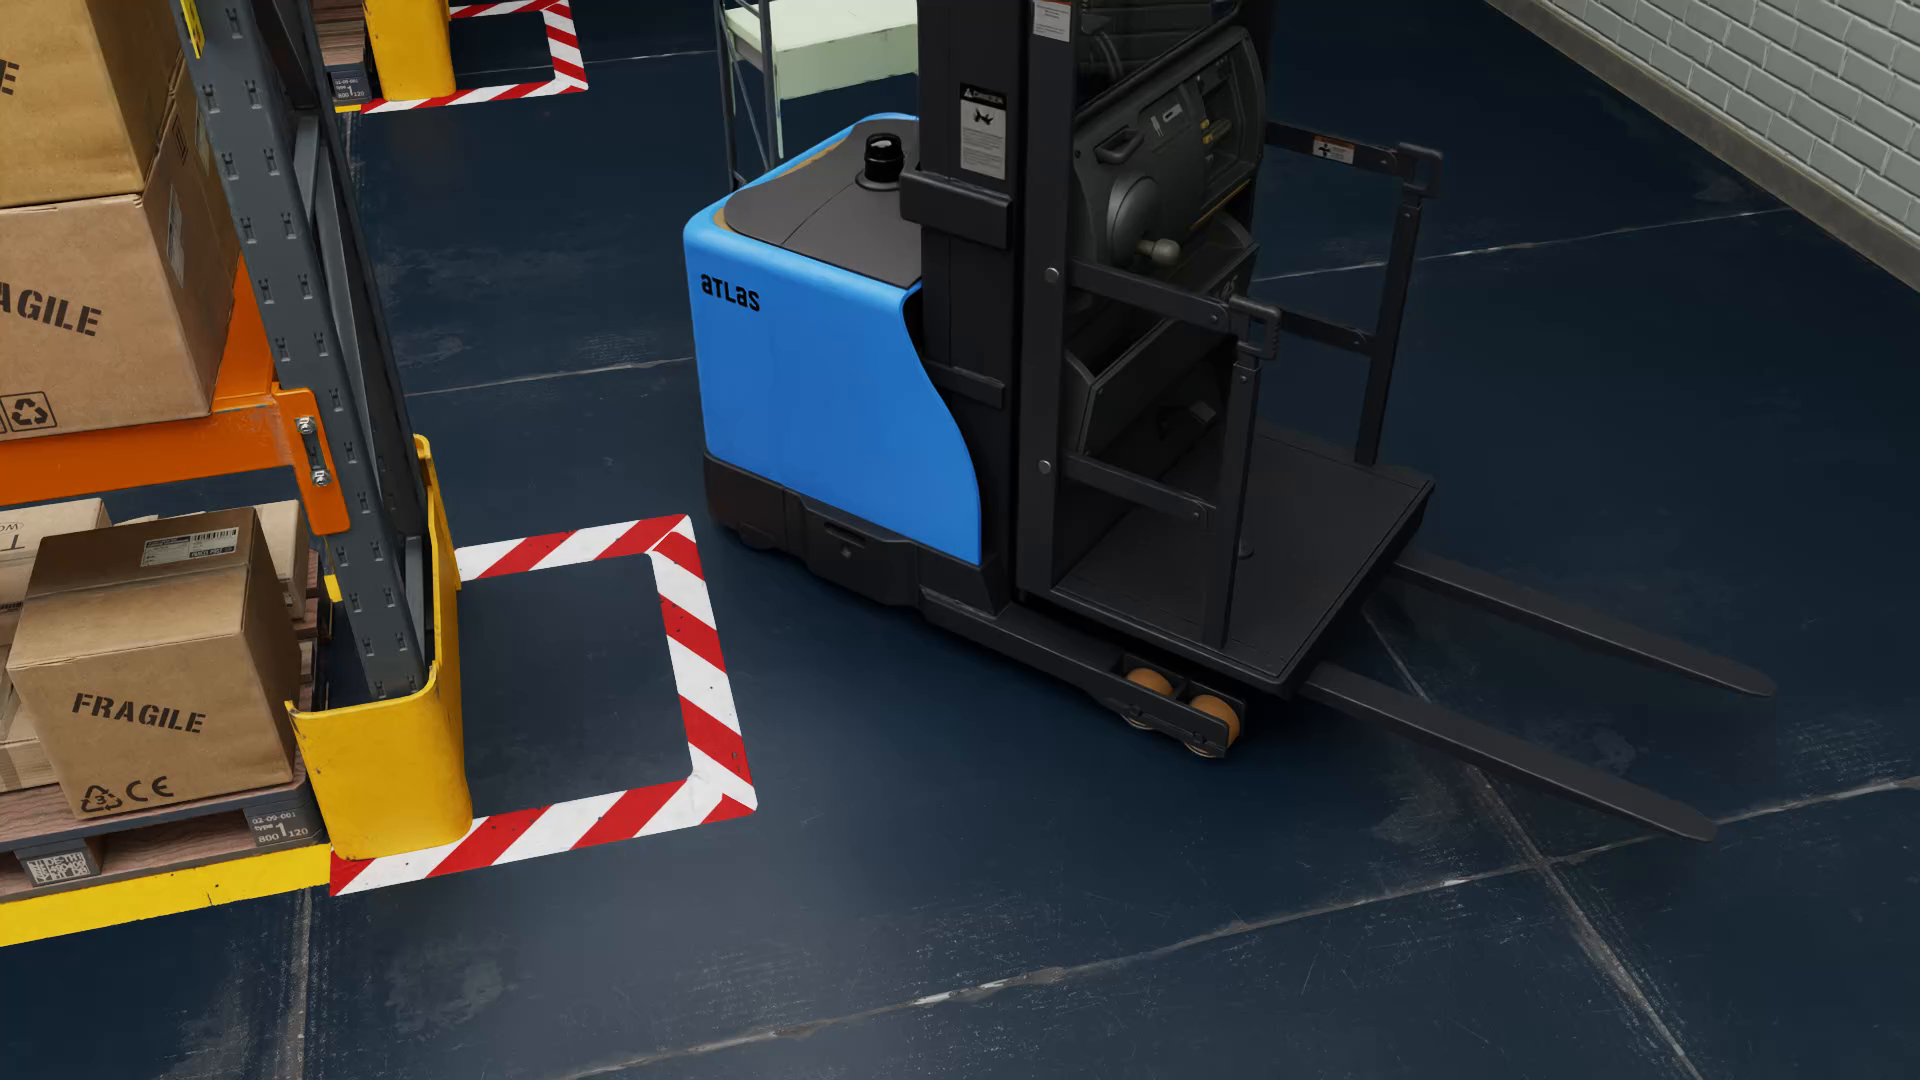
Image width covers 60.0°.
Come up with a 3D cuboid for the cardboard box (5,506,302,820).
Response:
[{"bbox_3d":[-1.949,0.295,4.091,0.500,0.500,0.500,-9,38,-12],"label":"cardboard box"}]

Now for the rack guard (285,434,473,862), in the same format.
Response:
[{"bbox_3d":[-1.562,0.251,4.511,0.348,0.500,1.175,-9,38,-12],"label":"rack guard"}]

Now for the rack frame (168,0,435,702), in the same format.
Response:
[{"bbox_3d":[-1.489,-0.754,3.767,0.127,3.000,1.000,-9,38,-12],"label":"rack frame"}]

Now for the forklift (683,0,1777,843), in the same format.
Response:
[{"bbox_3d":[0.711,-0.949,4.078,3.031,2.935,1.130,22,43,26],"label":"forklift"}]

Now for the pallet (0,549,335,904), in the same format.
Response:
[{"bbox_3d":[-2.331,0.493,4.433,1.213,0.211,1.003,-9,38,-12],"label":"pallet"}]

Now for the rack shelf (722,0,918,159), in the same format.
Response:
[{"bbox_3d":[-0.360,-1.568,5.423,0.720,0.370,0.431,-19,41,-23],"label":"rack shelf"}]

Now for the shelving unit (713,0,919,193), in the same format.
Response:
[{"bbox_3d":[-0.360,-1.258,5.660,0.755,1.500,0.431,-19,41,-23],"label":"shelving unit"}]

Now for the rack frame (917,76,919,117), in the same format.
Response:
[{"bbox_3d":[-0.043,-1.369,5.806,0.023,1.500,0.400,-19,41,-23],"label":"rack frame"}]

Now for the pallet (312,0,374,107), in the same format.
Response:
[{"bbox_3d":[-3.535,-2.379,8.186,1.213,0.211,1.003,-9,38,-12],"label":"pallet"}]

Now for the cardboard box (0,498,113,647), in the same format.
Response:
[{"bbox_3d":[-2.570,0.162,4.470,0.500,0.250,0.500,-9,38,-12],"label":"cardboard box"}]

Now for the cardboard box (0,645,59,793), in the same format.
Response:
[{"bbox_3d":[-2.364,0.439,4.178,0.250,0.166,0.380,-9,38,-12],"label":"cardboard box"}]

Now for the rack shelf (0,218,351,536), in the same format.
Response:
[{"bbox_3d":[-3.419,-0.151,3.571,4.000,0.370,1.077,-9,38,-12],"label":"rack shelf"}]

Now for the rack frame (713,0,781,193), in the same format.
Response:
[{"bbox_3d":[-0.677,-1.147,5.515,0.023,1.500,0.400,-19,41,-23],"label":"rack frame"}]

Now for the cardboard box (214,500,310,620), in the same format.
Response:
[{"bbox_3d":[-1.983,0.068,4.676,0.250,0.149,0.380,-9,38,-12],"label":"cardboard box"}]

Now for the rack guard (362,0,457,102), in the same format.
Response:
[{"bbox_3d":[-2.761,-2.670,8.329,0.348,0.500,1.175,-9,38,-12],"label":"rack guard"}]

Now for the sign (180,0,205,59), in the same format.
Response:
[{"bbox_3d":[-1.363,-1.011,2.889,0.005,0.325,0.100,-9,38,-12],"label":"sign"}]

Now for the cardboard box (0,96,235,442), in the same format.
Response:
[{"bbox_3d":[-1.850,-0.563,3.435,0.500,0.500,0.500,-8,38,-11],"label":"cardboard box"}]

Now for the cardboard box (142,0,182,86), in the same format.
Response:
[{"bbox_3d":[-1.986,-1.275,3.543,0.500,0.500,0.500,-8,38,-11],"label":"cardboard box"}]

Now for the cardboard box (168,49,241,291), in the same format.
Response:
[{"bbox_3d":[-1.986,-0.878,3.847,0.500,0.500,0.500,-9,38,-11],"label":"cardboard box"}]

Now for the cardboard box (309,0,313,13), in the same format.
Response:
[{"bbox_3d":[-3.433,-2.663,7.975,0.500,0.500,0.700,-9,38,-12],"label":"cardboard box"}]

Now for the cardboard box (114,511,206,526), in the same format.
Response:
[{"bbox_3d":[-2.224,0.101,4.619,0.250,0.166,0.380,-9,38,-12],"label":"cardboard box"}]

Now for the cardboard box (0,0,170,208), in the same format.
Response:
[{"bbox_3d":[-1.847,-0.959,3.130,0.500,0.500,0.500,-10,38,-12],"label":"cardboard box"}]
